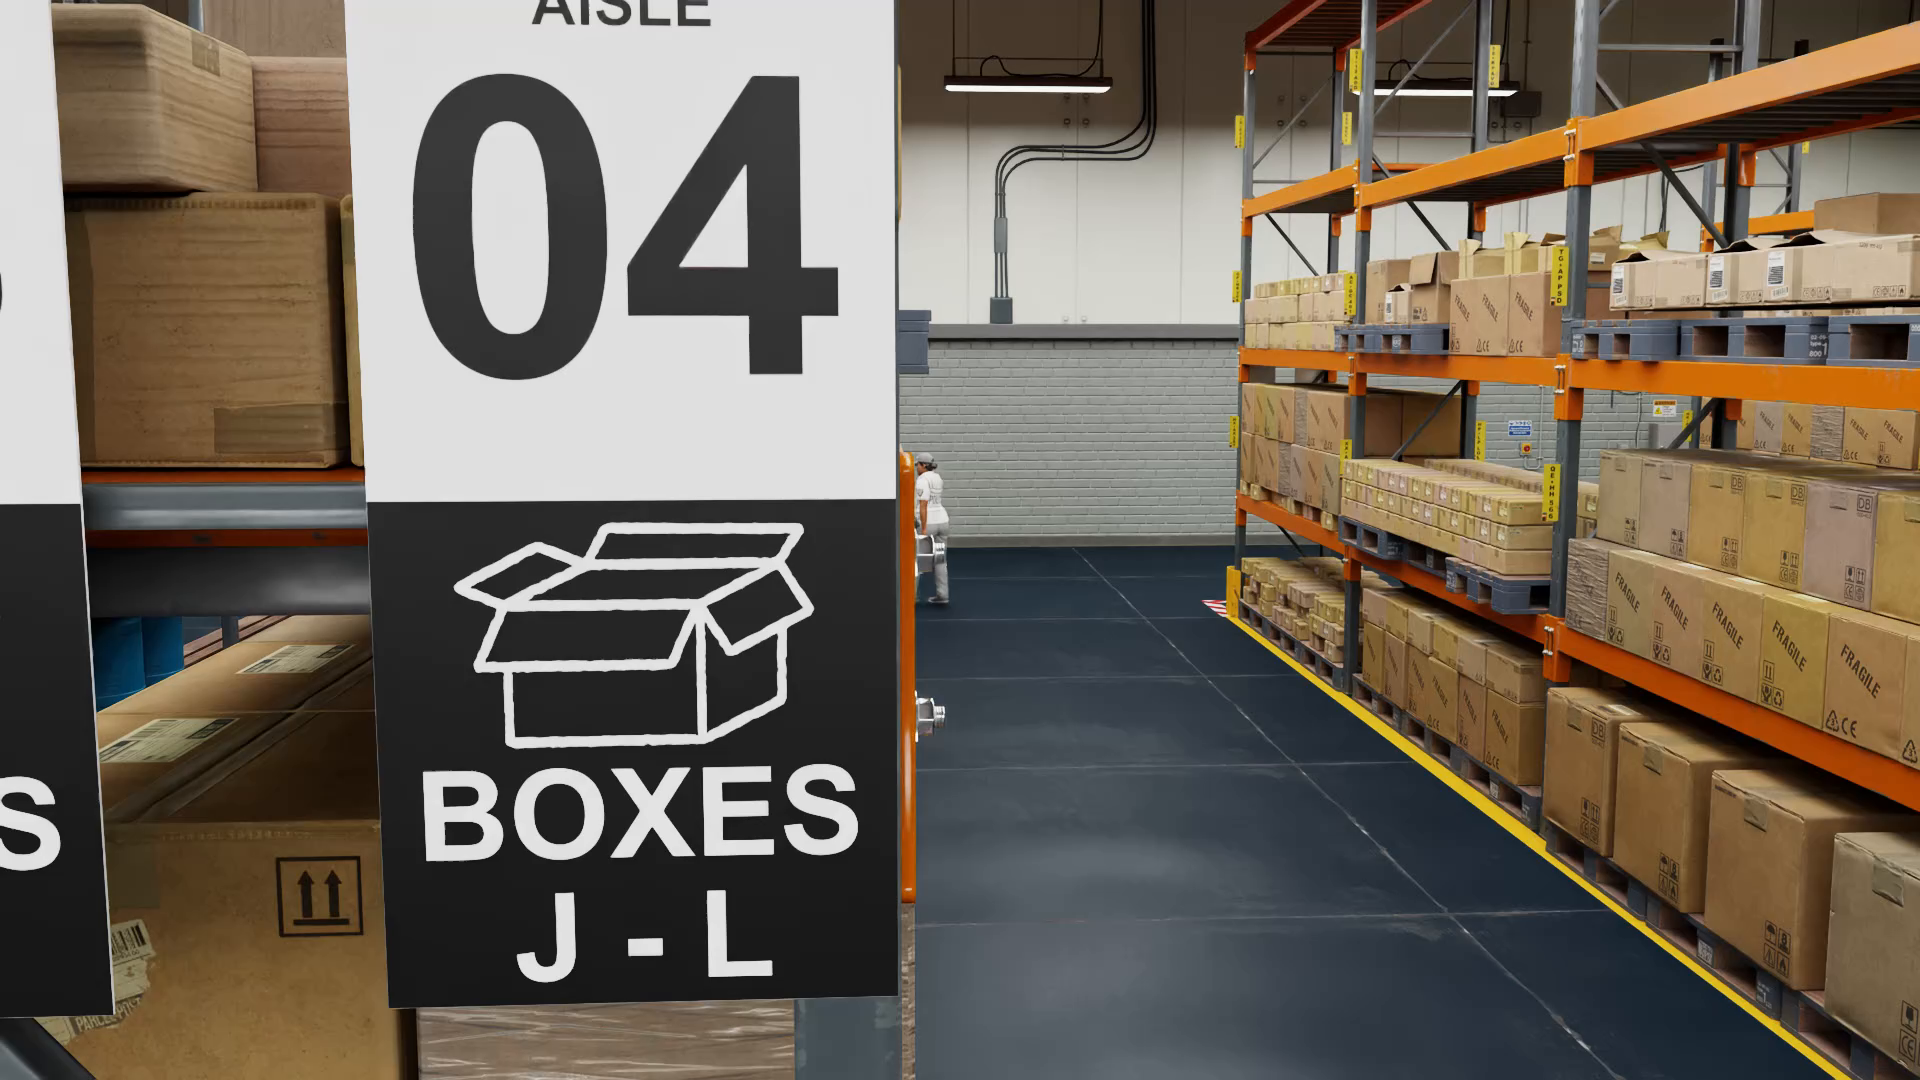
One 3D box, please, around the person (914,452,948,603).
[{"bbox_3d":[-0.418,-0.127,18.188,0.661,1.659,0.499,5,9,37],"label":"person"}]
